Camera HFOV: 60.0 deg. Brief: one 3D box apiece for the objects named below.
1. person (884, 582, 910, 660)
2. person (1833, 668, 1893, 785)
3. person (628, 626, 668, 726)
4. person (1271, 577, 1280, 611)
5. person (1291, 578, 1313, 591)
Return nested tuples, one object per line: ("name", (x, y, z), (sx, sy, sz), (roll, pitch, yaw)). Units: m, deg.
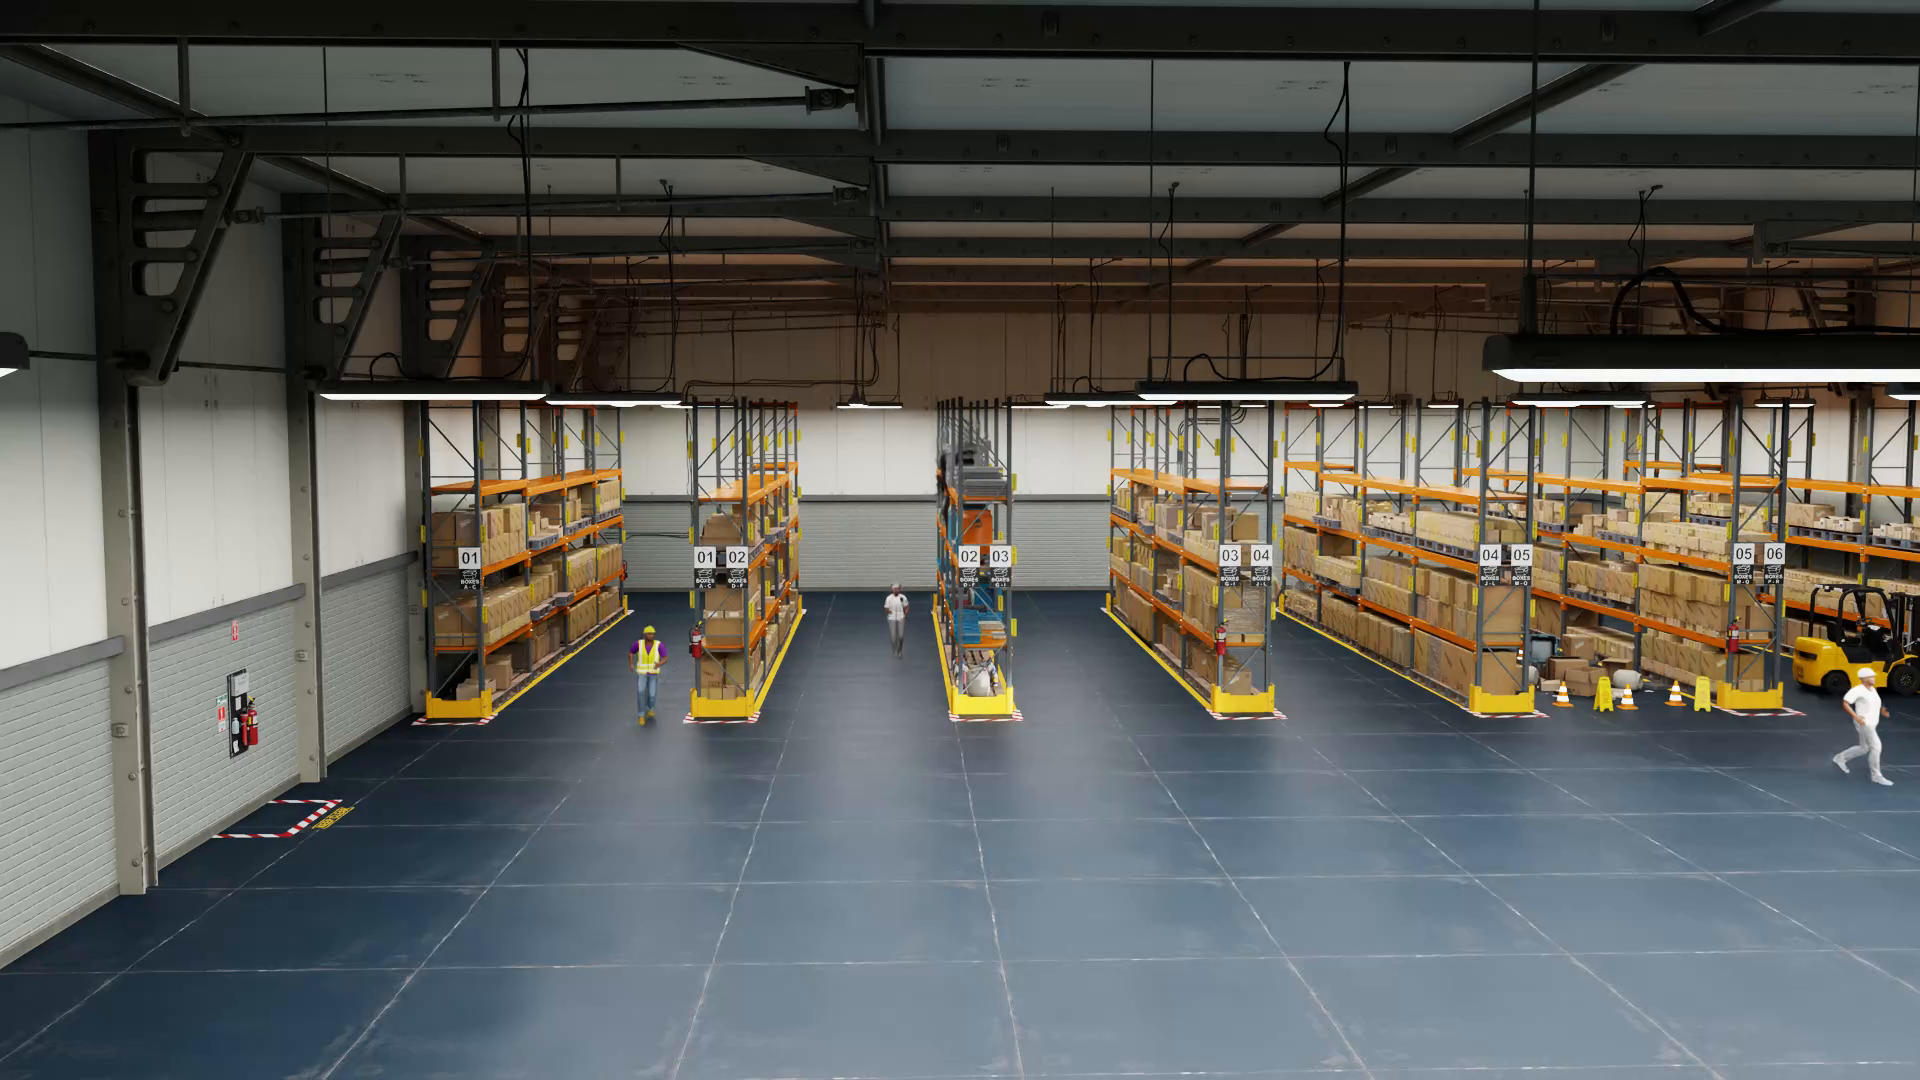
("person", (-1.385, 1.790, 36.546), (0.563, 1.723, 0.572), (0, 4, -3))
("person", (13.972, 2.848, 25.698), (0.704, 1.766, 0.896), (-4, 6, -44))
("person", (-5.747, 2.480, 30.688), (0.719, 1.783, 0.889), (-1, 5, -12))
("person", (8.144, 1.529, 43.862), (0.579, 1.636, 0.551), (0, 4, 5))
("person", (10.103, 1.130, 48.901), (1.123, 1.670, 0.536), (-1, 4, -7))
